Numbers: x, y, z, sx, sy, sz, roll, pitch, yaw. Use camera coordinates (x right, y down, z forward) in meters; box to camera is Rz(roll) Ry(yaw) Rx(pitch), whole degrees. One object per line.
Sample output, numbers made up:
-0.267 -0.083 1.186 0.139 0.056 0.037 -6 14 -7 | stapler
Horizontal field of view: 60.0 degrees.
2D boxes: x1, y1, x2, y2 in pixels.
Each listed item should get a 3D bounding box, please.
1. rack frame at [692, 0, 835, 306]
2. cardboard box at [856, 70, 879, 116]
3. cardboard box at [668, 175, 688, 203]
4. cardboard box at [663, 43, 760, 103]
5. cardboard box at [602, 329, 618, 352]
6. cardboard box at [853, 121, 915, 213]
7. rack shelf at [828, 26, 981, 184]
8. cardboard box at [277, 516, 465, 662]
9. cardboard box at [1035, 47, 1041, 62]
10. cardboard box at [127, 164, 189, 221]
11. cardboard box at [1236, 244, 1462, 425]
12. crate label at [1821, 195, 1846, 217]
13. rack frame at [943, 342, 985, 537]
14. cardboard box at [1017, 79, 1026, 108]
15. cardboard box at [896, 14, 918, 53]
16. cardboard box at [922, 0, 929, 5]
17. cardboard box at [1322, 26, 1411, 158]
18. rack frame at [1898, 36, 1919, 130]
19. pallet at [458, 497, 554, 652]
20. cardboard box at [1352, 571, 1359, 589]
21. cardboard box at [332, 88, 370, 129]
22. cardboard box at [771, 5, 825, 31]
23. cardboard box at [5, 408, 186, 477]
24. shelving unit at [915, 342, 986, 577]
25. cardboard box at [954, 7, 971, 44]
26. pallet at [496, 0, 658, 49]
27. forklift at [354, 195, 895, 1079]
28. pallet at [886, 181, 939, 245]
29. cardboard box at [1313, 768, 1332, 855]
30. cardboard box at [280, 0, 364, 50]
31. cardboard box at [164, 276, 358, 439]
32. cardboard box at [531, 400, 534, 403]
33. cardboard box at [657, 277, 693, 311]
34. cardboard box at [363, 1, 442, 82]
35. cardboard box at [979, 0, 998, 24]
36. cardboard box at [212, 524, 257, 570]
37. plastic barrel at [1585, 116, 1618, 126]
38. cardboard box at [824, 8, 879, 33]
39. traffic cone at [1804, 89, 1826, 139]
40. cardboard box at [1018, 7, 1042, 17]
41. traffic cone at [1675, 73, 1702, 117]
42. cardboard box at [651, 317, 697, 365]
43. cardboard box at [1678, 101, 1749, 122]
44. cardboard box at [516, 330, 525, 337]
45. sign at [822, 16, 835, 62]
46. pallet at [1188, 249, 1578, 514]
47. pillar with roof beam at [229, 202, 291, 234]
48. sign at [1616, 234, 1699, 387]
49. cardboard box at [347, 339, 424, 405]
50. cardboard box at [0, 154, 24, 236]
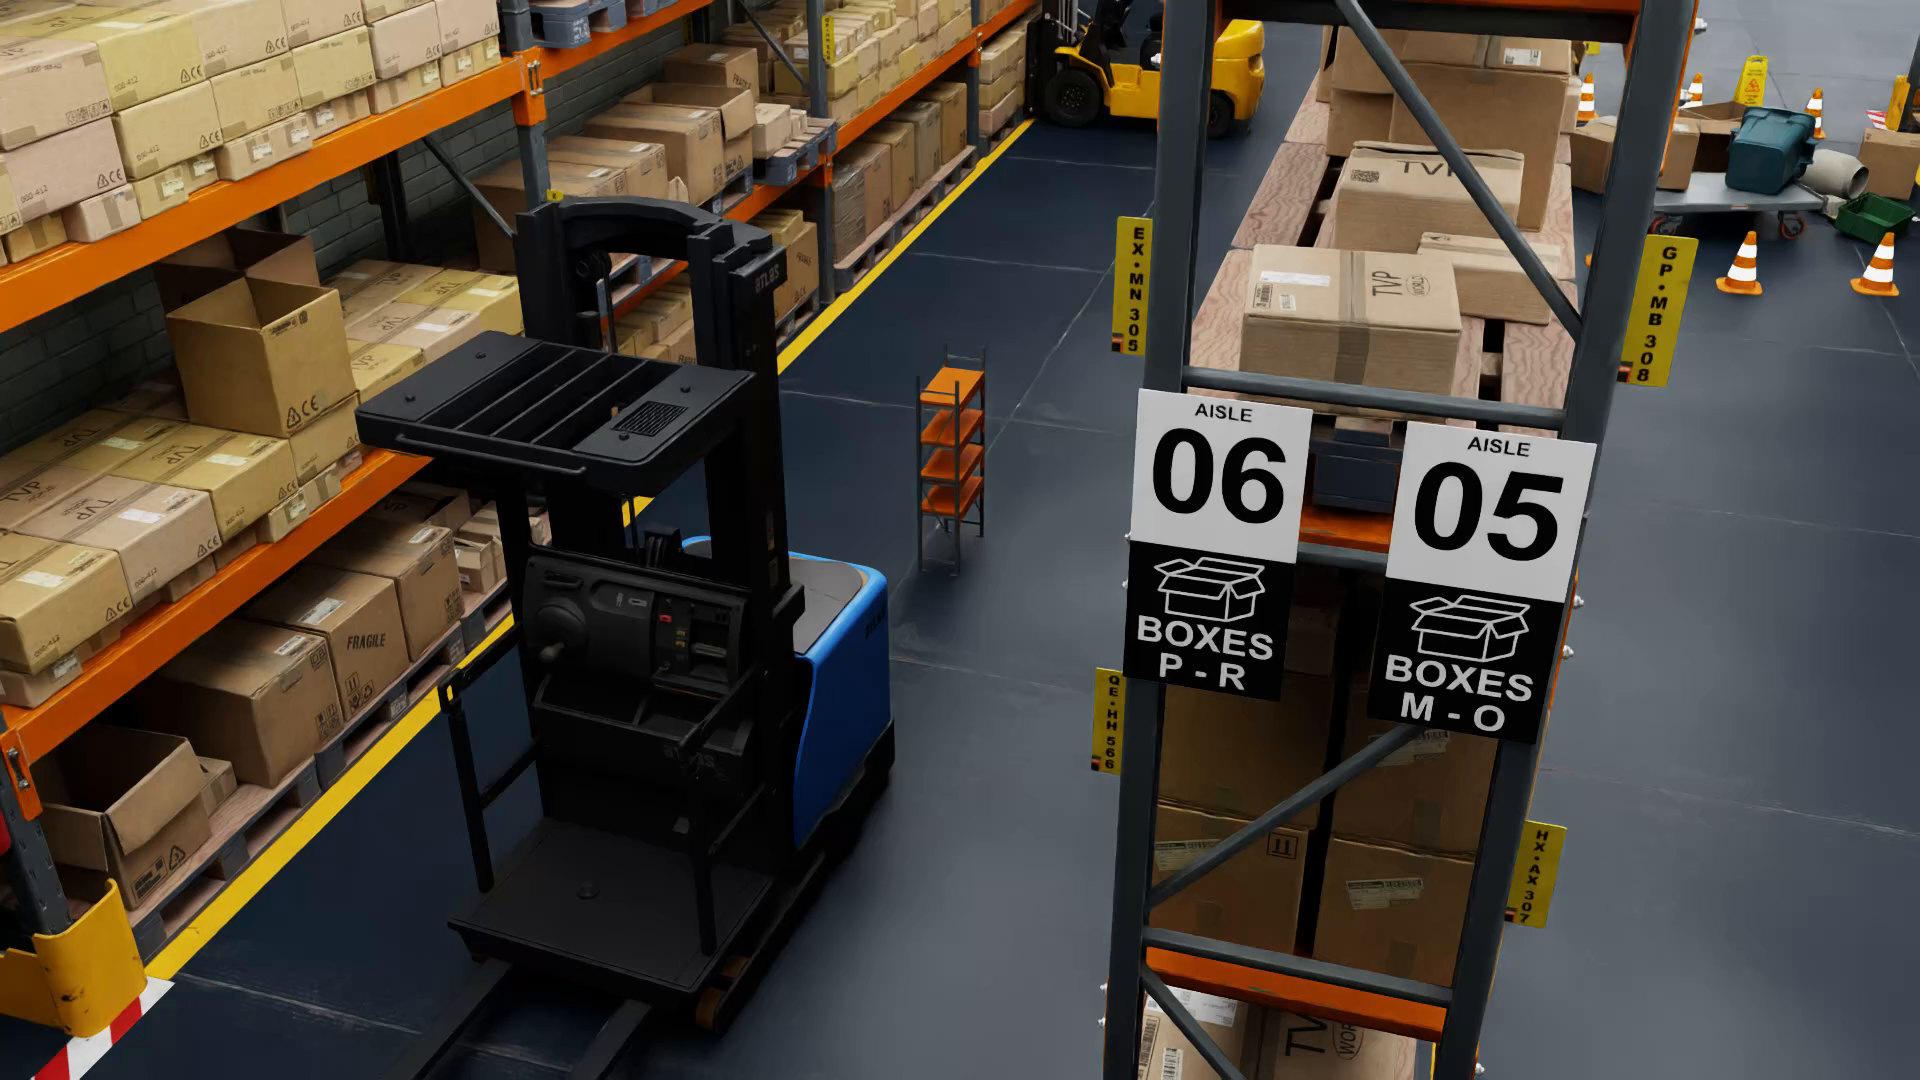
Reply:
-1.483 -3.251 12.509 1.000 3.000 0.127 8 30 15 | rack frame
-0.967 -3.590 13.272 0.500 0.250 0.500 8 30 14 | cardboard box
-1.883 -2.108 10.160 0.396 0.266 0.258 10 31 17 | cardboard box
-1.784 -3.261 11.992 0.500 0.500 0.500 10 31 17 | cardboard box
-2.267 -1.153 9.903 0.380 0.149 0.250 7 30 12 | cardboard box
-0.905 -3.302 14.612 0.875 0.625 0.625 7 30 13 | cardboard box
-0.896 -3.866 14.354 1.077 0.370 4.000 8 30 15 | rack shelf
-2.969 0.231 8.389 0.700 0.500 0.500 7 30 13 | cardboard box
0.582 -5.192 17.880 0.500 0.250 0.500 8 30 15 | cardboard box
-3.131 -1.315 6.202 0.380 0.149 0.250 8 30 15 | cardboard box
0.961 -0.521 4.135 0.500 0.250 0.500 6 30 10 | cardboard box
7.863 -3.032 15.060 0.298 0.136 0.250 -12 31 -20 | crate label
0.023 -0.561 9.524 0.240 1.200 0.015 8 30 15 | rack frame
0.419 -4.749 17.597 0.500 0.250 0.500 9 30 16 | cardboard box
-0.675 -4.290 14.015 0.500 0.250 0.500 9 30 16 | cardboard box
-0.465 -4.764 14.458 0.380 0.149 0.250 8 30 14 | cardboard box
1.724 -1.637 5.881 0.797 0.503 0.637 11 31 19 | cardboard box
10.373 -5.603 16.736 1.000 3.000 0.127 8 30 15 | rack frame
-2.860 0.146 9.271 1.003 0.211 1.213 8 30 15 | pallet
1.102 -0.042 5.608 0.500 0.500 0.500 8 30 15 | cardboard box
-2.826 -1.914 7.277 0.380 0.149 0.250 10 30 17 | cardboard box
-1.321 -4.242 13.519 0.380 0.149 0.250 8 30 15 | cardboard box
-3.648 -0.318 7.085 0.500 0.250 0.500 9 30 16 | cardboard box
-0.049 -0.447 9.320 0.258 1.200 0.503 8 30 15 | shelving unit
-0.207 -4.773 15.398 0.500 0.250 0.500 9 30 16 | cardboard box
-2.399 -2.914 9.010 1.213 0.211 1.003 8 30 15 | pallet
-1.306 0.371 6.068 1.130 2.935 3.031 11 31 18 | forklift
-0.844 -2.975 14.880 1.003 0.211 1.213 8 30 15 | pallet
0.965 0.637 5.417 0.500 0.500 0.500 8 30 14 | cardboard box
-2.873 -2.246 6.950 0.500 0.250 0.500 9 30 16 | cardboard box
-3.001 -0.795 7.170 0.500 0.500 0.500 9 30 16 | cardboard box
-2.298 -0.896 9.746 0.380 0.149 0.250 10 31 17 | cardboard box
-1.923 -1.641 11.086 0.380 0.149 0.250 9 30 15 | cardboard box
-2.702 -2.264 7.498 0.500 0.250 0.500 7 30 13 | cardboard box
0.071 -5.323 16.130 0.500 0.500 0.500 8 30 13 | cardboard box
-3.193 -0.022 6.962 0.380 0.149 0.250 9 30 16 | cardboard box
6.452 -3.961 16.434 0.421 0.421 0.512 -17 34 -28 | plastic barrel
-0.870 -4.176 13.401 0.380 0.149 0.250 9 30 15 | cardboard box
8.859 -4.450 17.274 0.336 0.463 0.334 8 30 15 | traffic cone
0.745 -5.655 18.198 0.500 0.250 0.500 9 30 16 | cardboard box
7.879 -4.769 17.847 0.336 0.463 0.334 8 30 15 | traffic cone
-2.003 -1.156 10.882 0.500 0.500 0.500 8 30 13 | cardboard box
7.516 -3.994 16.412 0.797 0.503 0.637 -12 31 -20 | cardboard box
-2.510 -1.098 8.897 0.380 0.149 0.250 9 30 16 | cardboard box
-0.962 -3.649 12.115 0.100 0.325 0.005 8 30 15 | sign
1.122 -0.445 4.470 1.003 0.211 1.213 8 30 15 | pallet
0.392 -3.205 6.254 9.100 9.000 0.400 8 30 15 | pillar with roof beam
1.443 -0.472 3.447 0.100 0.325 0.005 8 30 15 | sign
-2.866 -0.720 7.808 0.500 0.250 0.500 8 30 15 | cardboard box
-3.440 -1.076 5.361 0.500 0.250 0.500 8 30 14 | cardboard box
